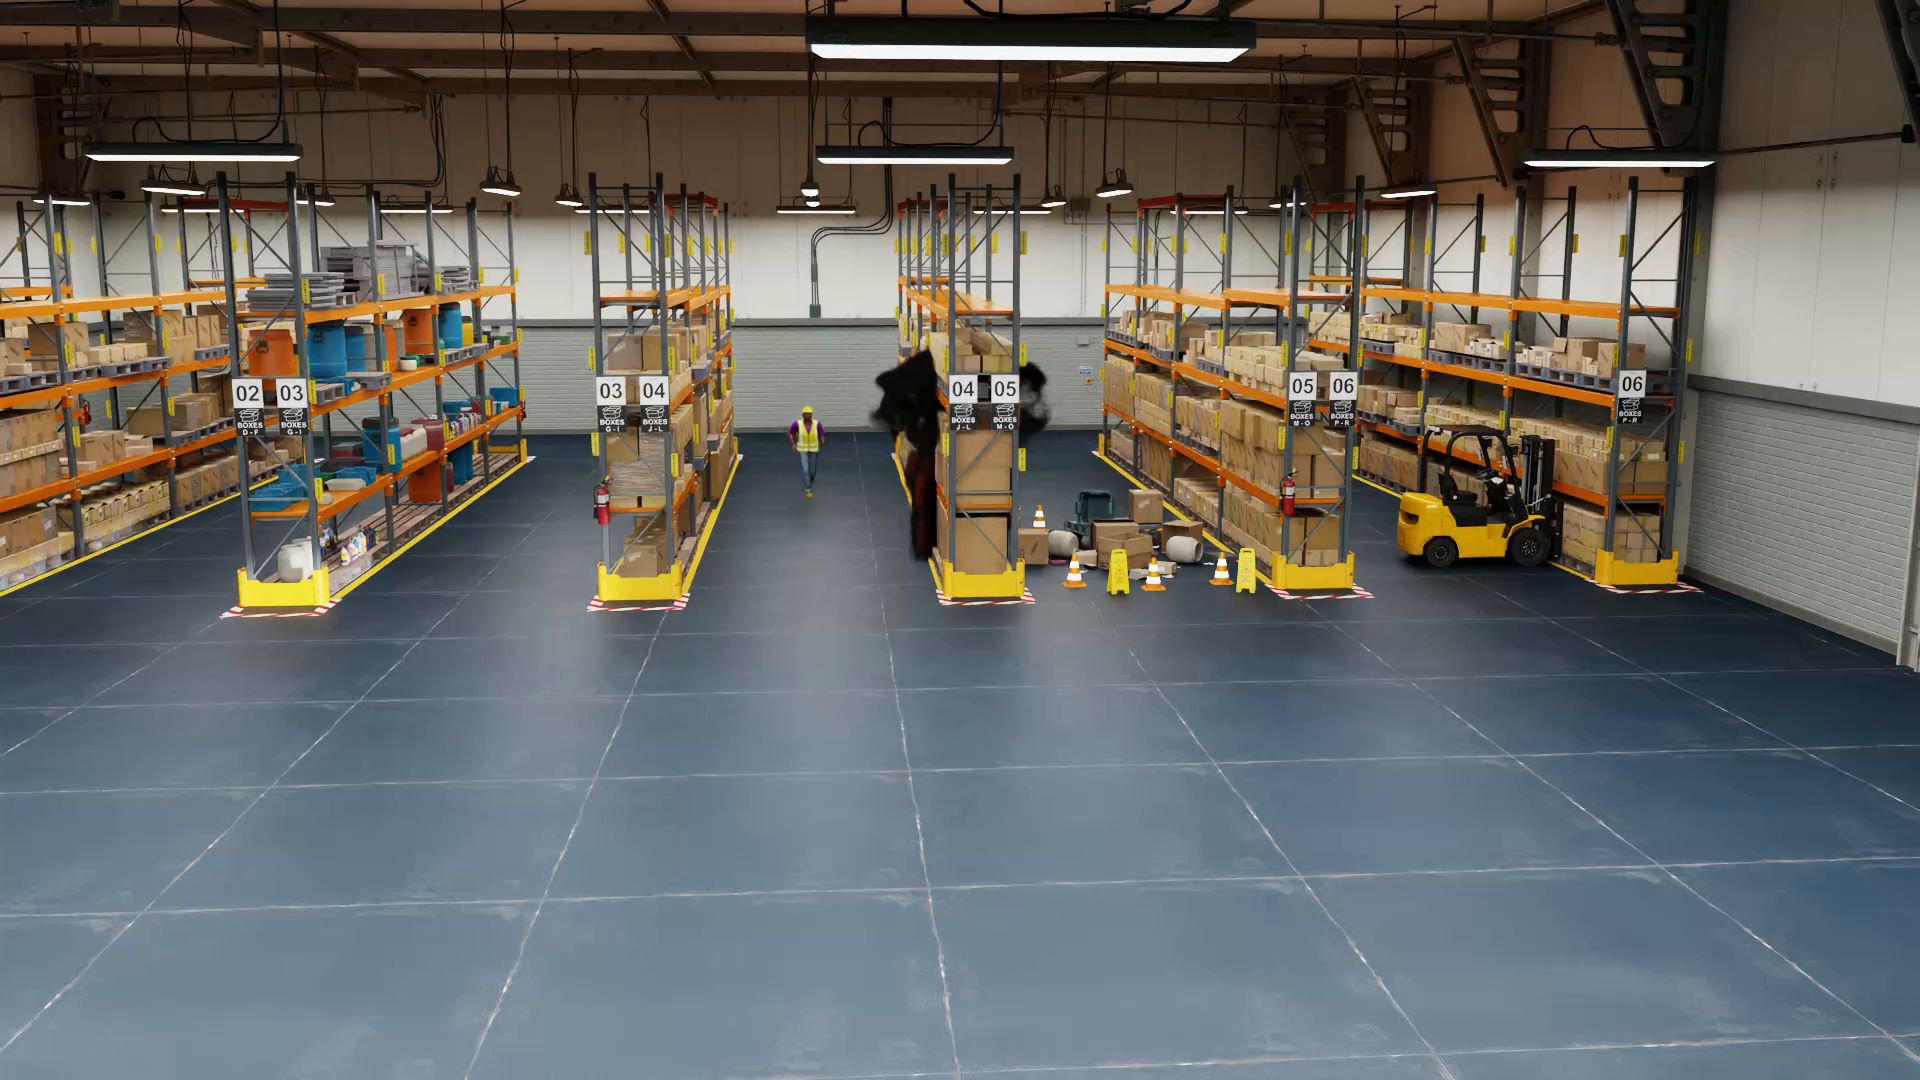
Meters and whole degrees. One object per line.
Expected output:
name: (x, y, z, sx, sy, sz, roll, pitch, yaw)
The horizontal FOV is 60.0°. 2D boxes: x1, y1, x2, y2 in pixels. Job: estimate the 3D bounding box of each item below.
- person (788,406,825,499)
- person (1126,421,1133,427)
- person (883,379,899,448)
person: (-2.921, -1.694, 31.743, 0.675, 1.739, 0.778, -2, 10, -14)
person: (4.611, -3.465, 43.261, 0.672, 1.743, 0.690, -5, 11, -26)
person: (-1.631, -3.127, 41.370, 0.661, 1.734, 0.642, 4, 11, 21)
